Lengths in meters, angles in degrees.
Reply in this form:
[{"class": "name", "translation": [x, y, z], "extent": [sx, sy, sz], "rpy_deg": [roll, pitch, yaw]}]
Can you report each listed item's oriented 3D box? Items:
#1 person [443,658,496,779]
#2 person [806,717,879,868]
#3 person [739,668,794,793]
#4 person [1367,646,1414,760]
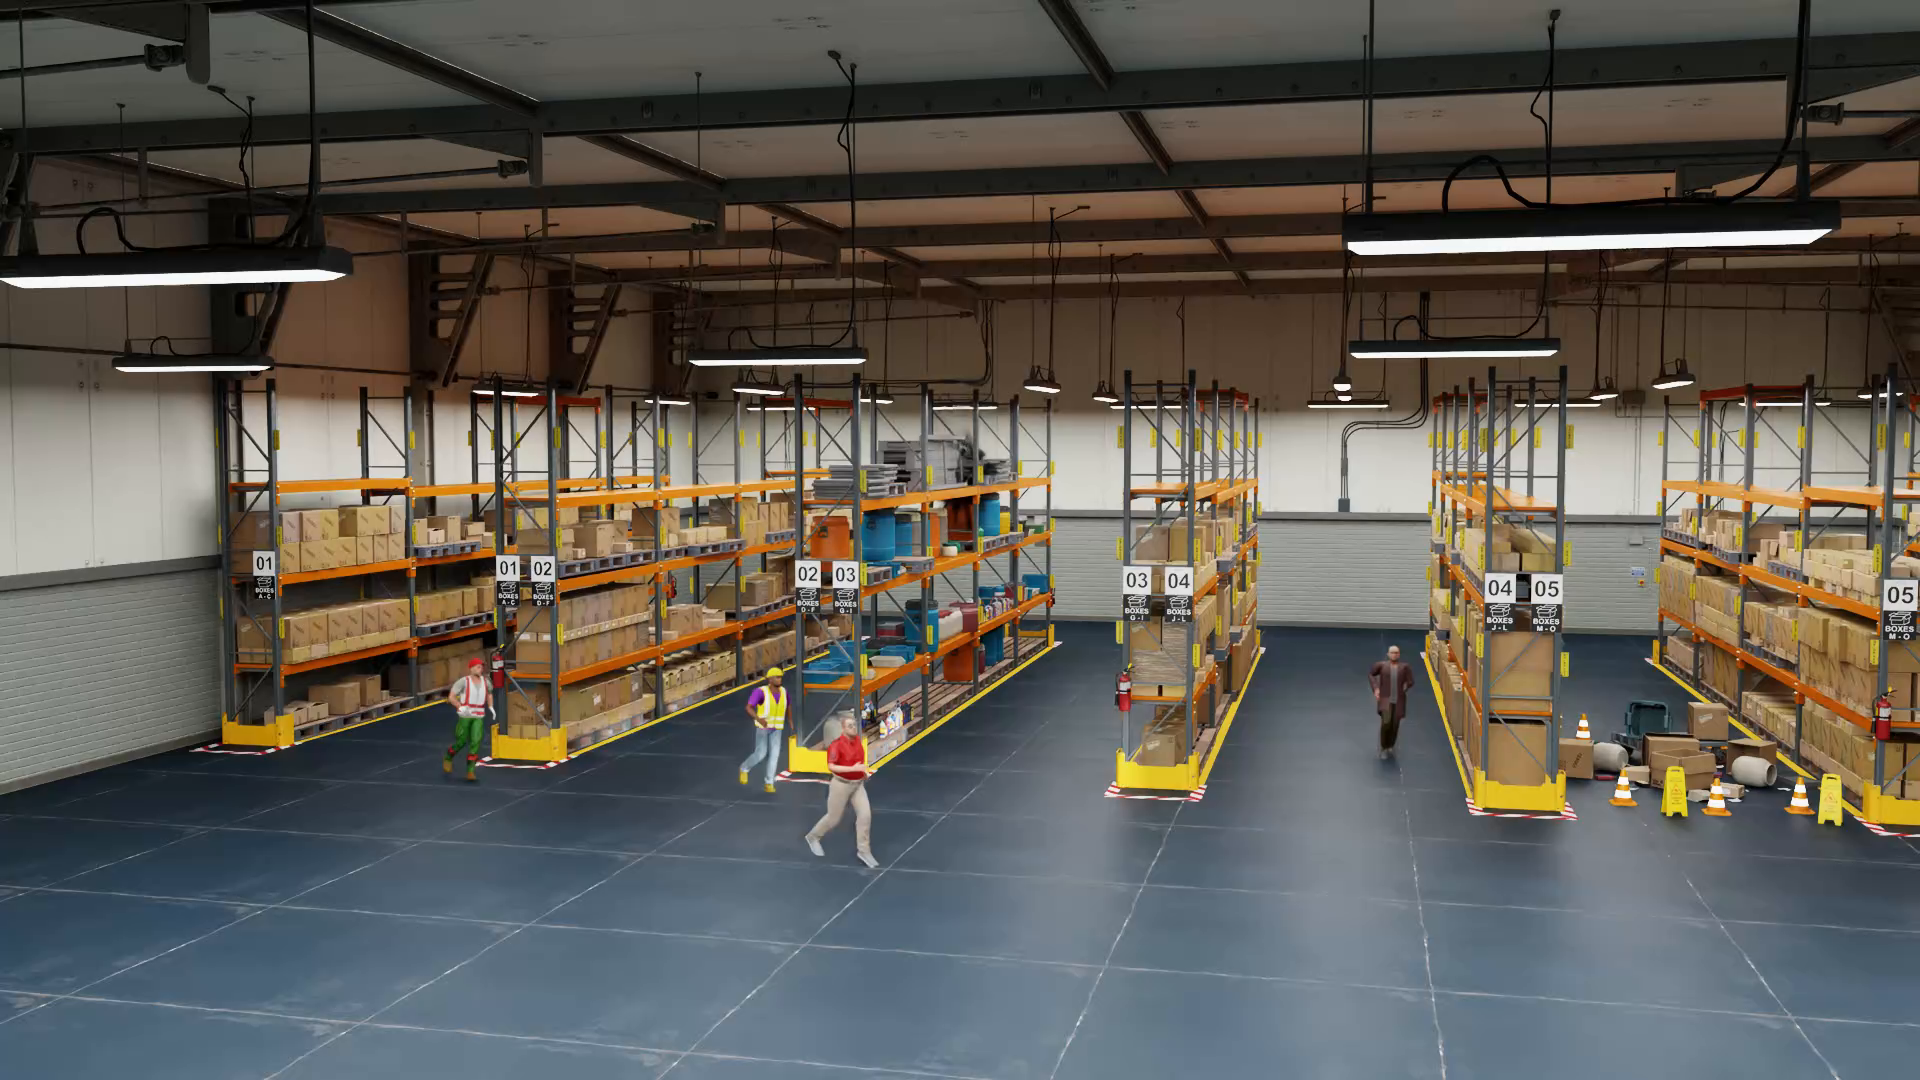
[{"class": "person", "translation": [-7.234, 2.632, 24.732], "extent": [0.716, 1.754, 0.885], "rpy_deg": [-3, 4, -40]}, {"class": "person", "translation": [-1.372, 2.961, 19.723], "extent": [0.964, 1.769, 0.671], "rpy_deg": [3, 5, 43]}, {"class": "person", "translation": [-2.704, 2.697, 23.847], "extent": [0.766, 1.736, 0.859], "rpy_deg": [-2, 4, -35]}, {"class": "person", "translation": [6.769, 2.562, 26.096], "extent": [0.663, 1.810, 0.790], "rpy_deg": [0, 3, 4]}]
